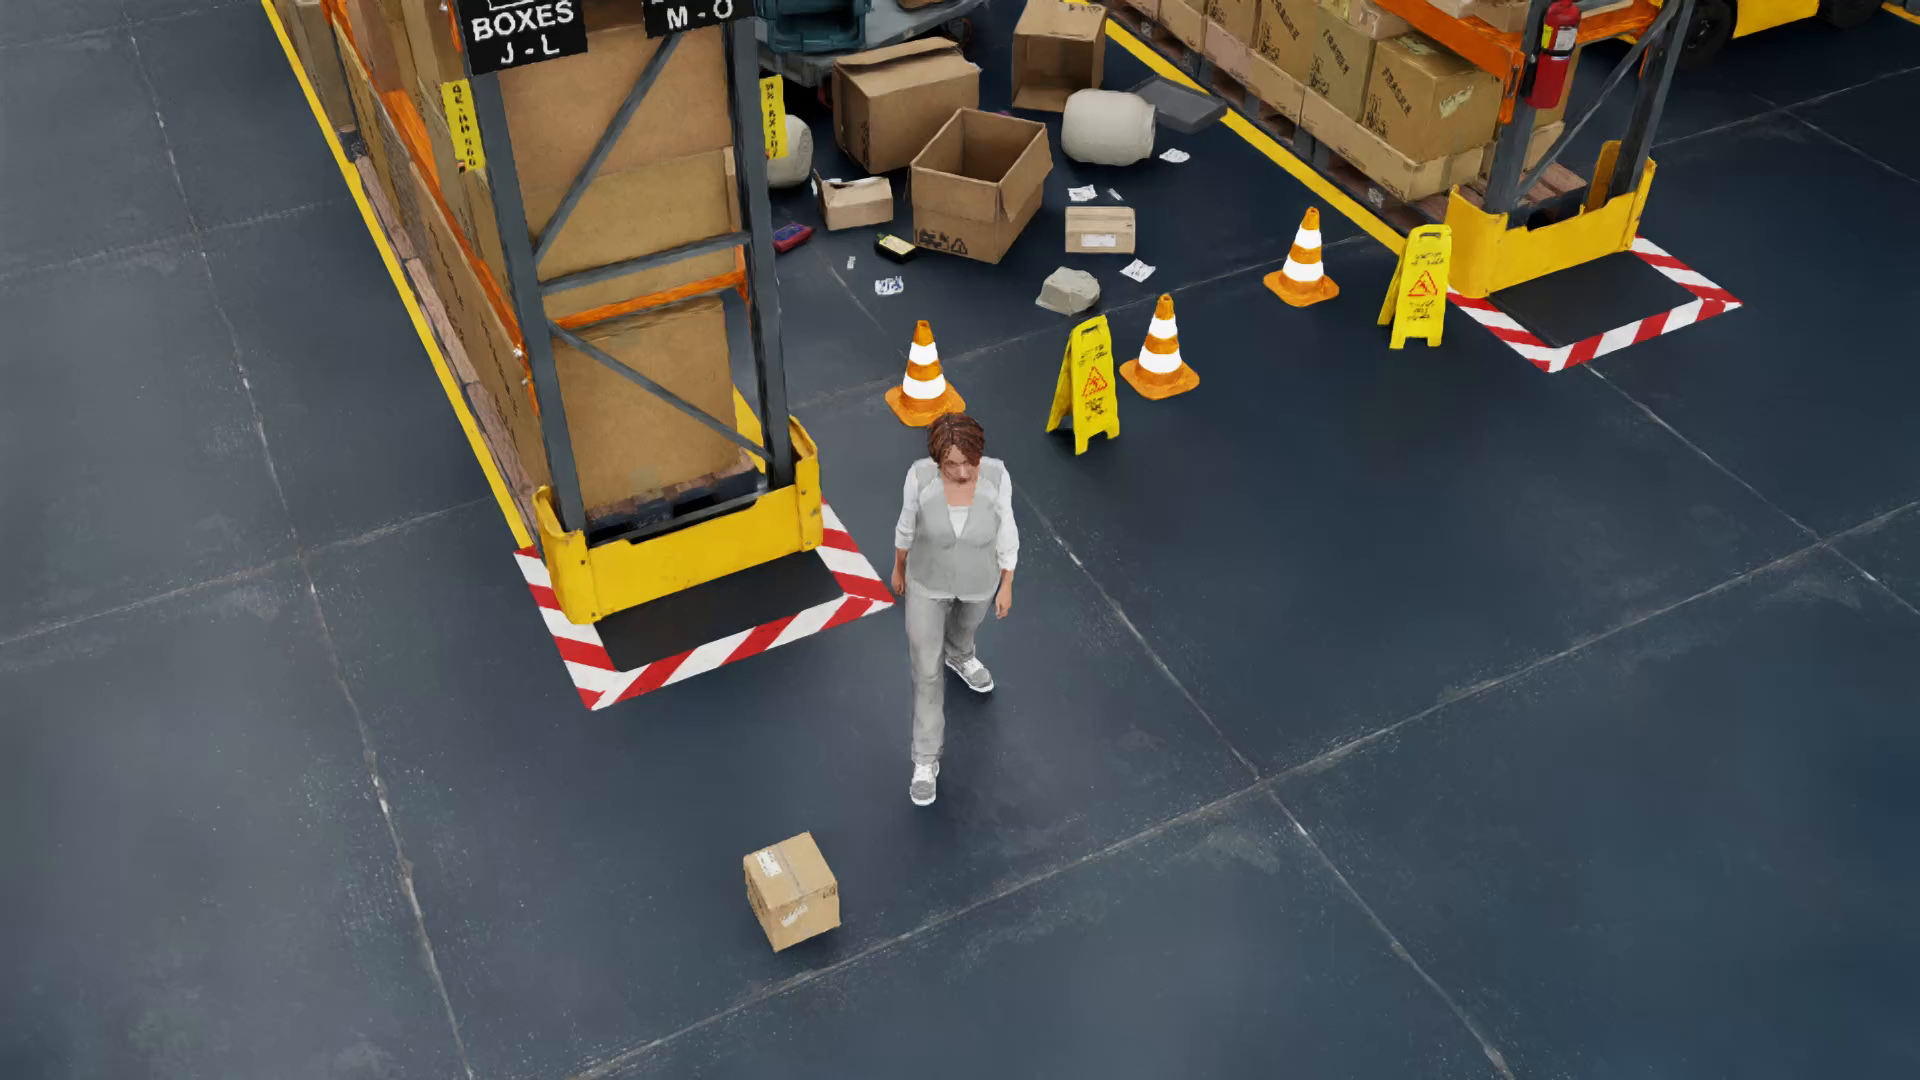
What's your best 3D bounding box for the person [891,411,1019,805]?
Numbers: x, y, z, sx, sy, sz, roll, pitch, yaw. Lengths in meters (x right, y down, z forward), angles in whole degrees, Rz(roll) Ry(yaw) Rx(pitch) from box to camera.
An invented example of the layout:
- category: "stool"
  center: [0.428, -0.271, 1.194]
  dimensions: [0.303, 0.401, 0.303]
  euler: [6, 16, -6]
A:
- category: "person"
  center: [-0.014, 0.160, 5.981]
  dimensions: [0.451, 1.551, 0.819]
  euler: [-5, 42, -5]
